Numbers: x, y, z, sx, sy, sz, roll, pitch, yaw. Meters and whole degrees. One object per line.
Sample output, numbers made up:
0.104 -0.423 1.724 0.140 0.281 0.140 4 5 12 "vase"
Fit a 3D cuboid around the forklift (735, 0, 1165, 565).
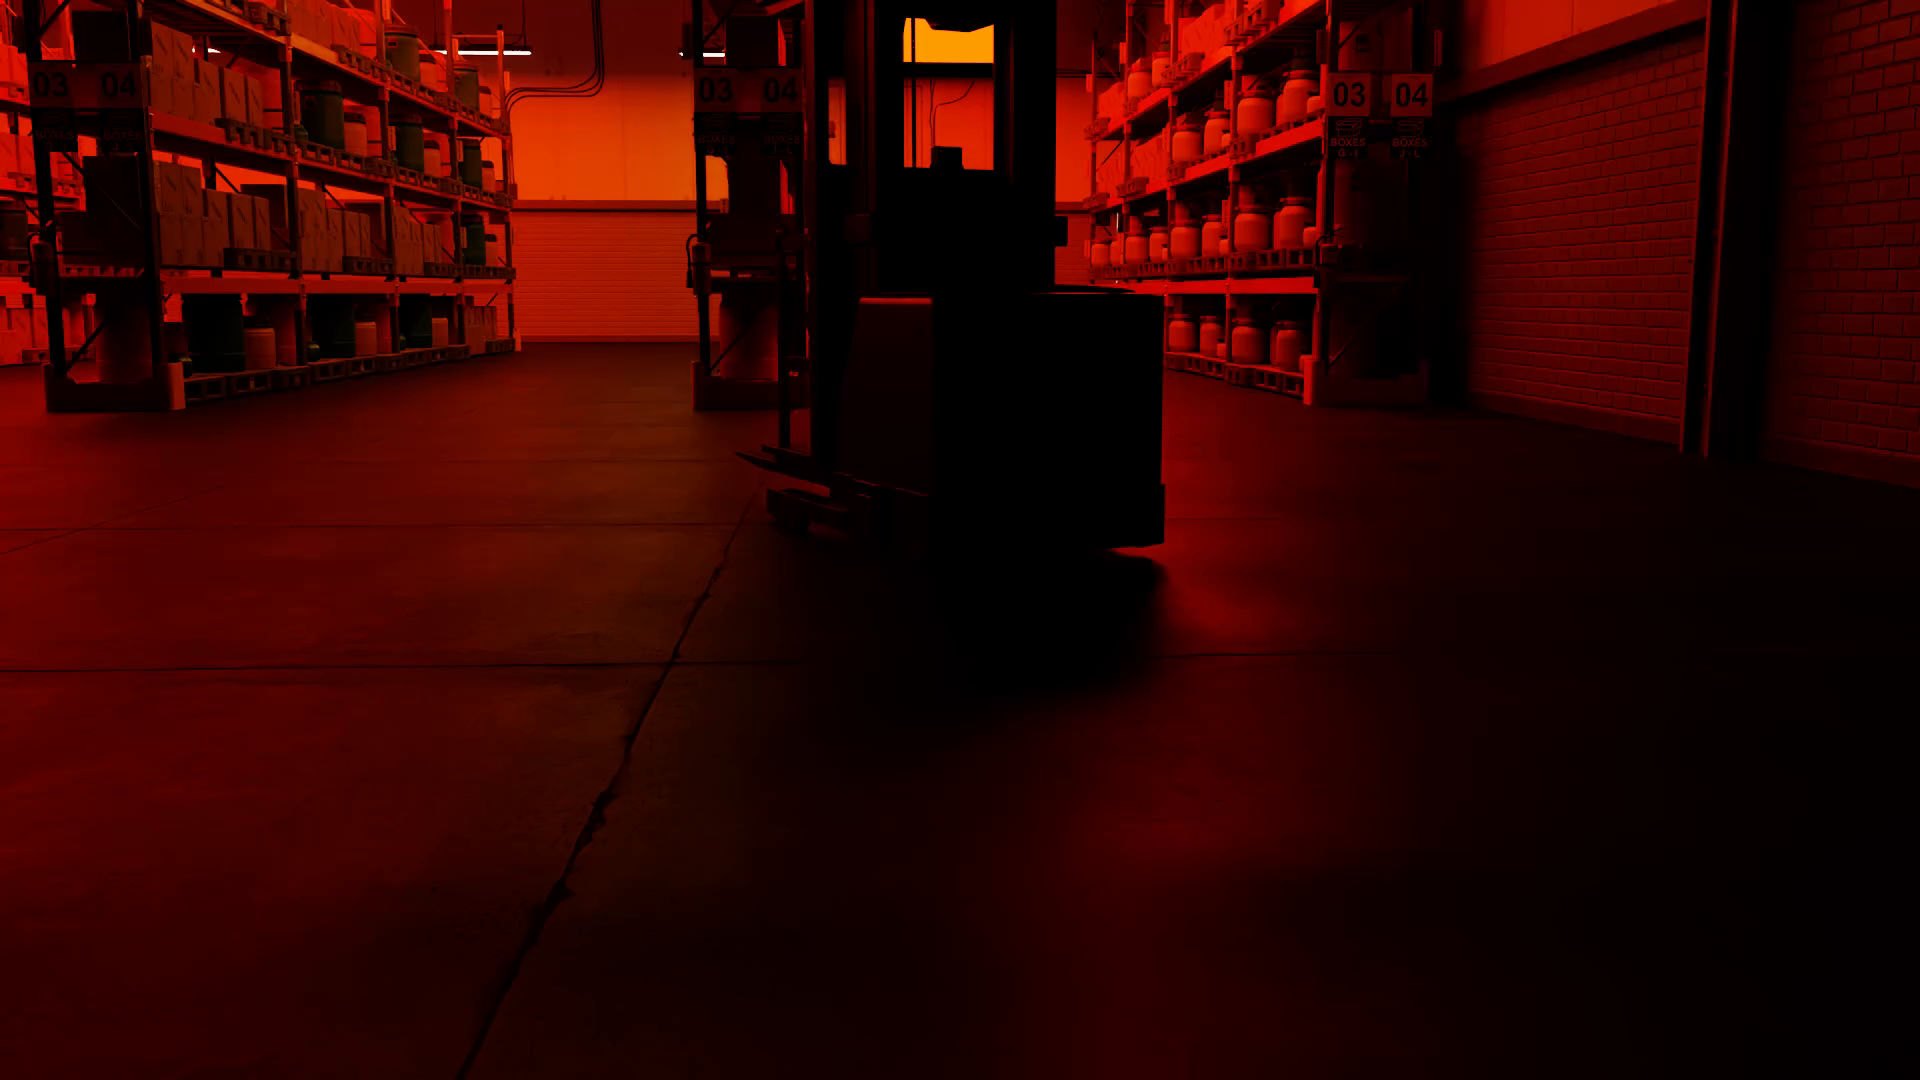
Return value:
-0.264 -1.530 7.637 1.130 2.935 3.031 -4 9 -25 "forklift"
